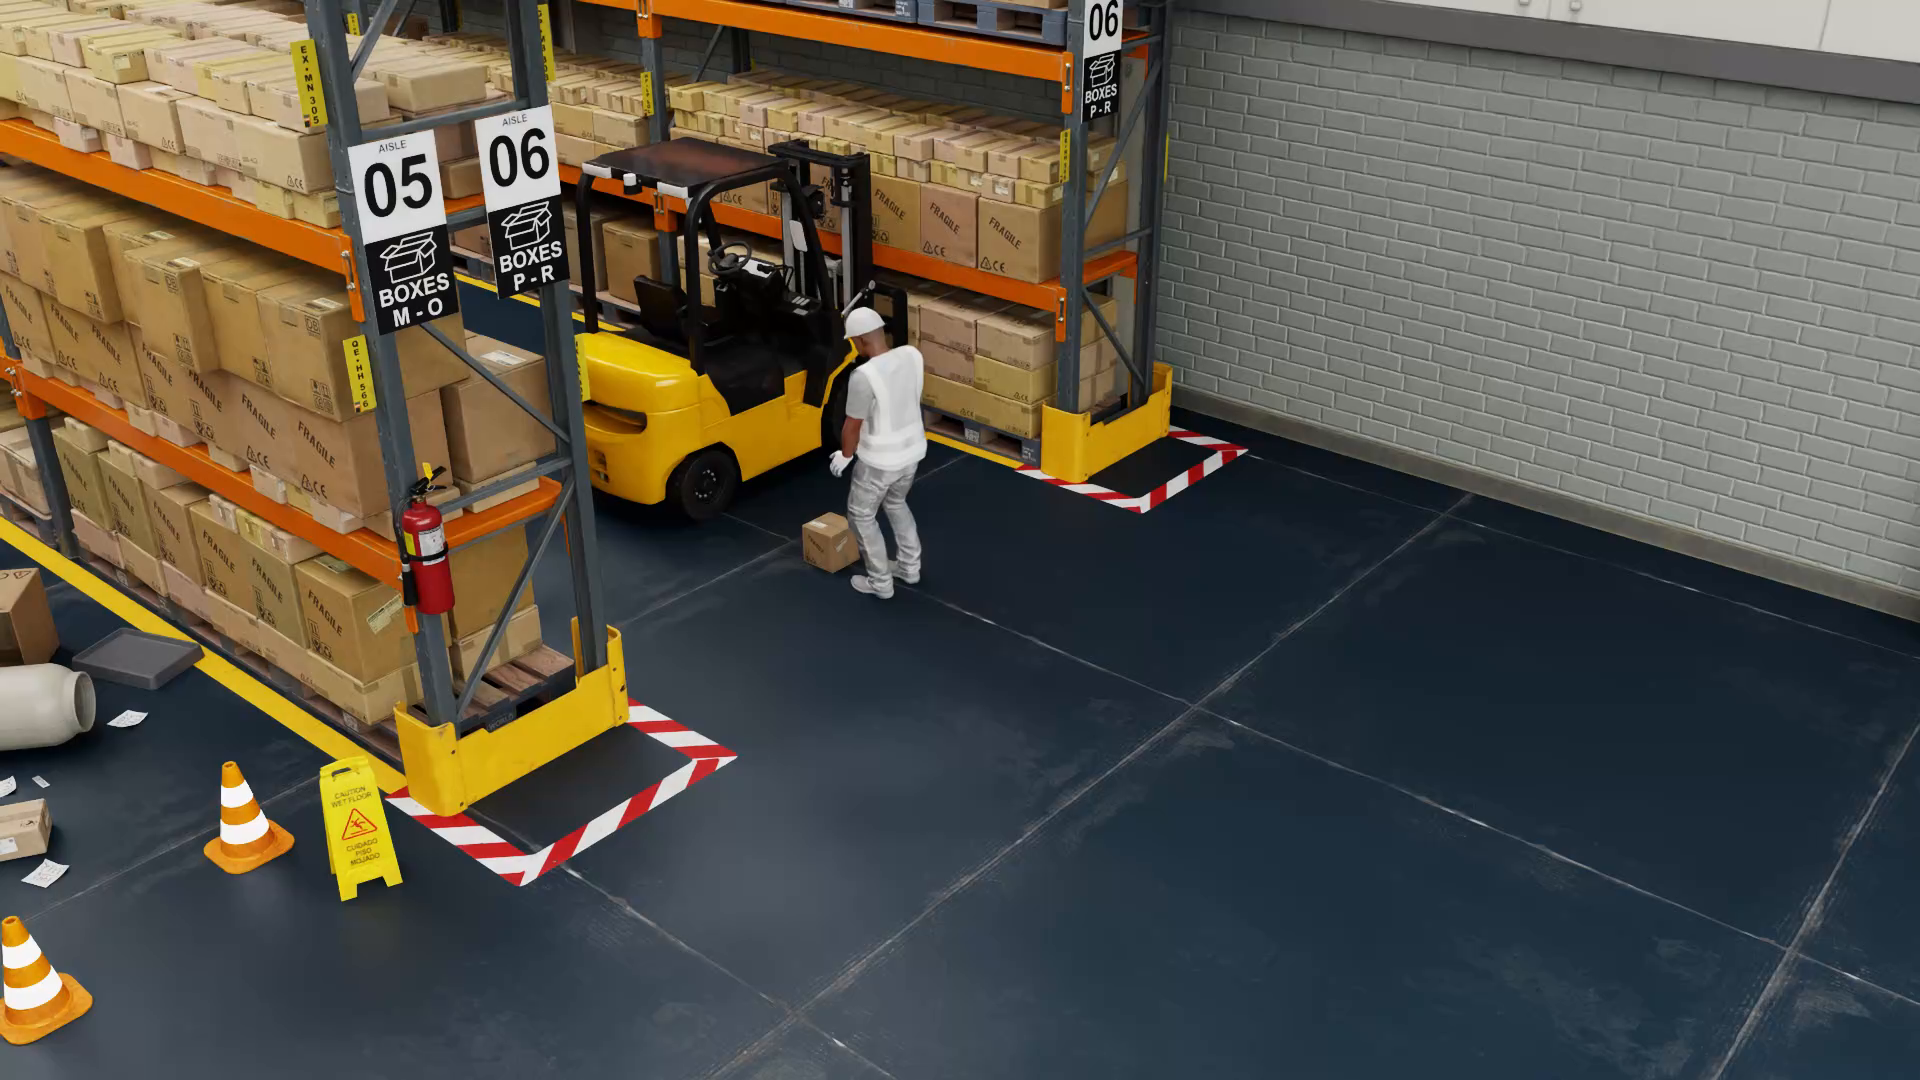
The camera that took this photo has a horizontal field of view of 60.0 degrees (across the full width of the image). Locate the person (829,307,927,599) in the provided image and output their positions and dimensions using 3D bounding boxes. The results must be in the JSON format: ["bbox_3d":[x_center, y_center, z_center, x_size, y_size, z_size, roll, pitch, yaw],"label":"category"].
[{"bbox_3d":[-0.461,-0.499,9.630,0.458,1.732,0.573,22,34,36],"label":"person"}]
